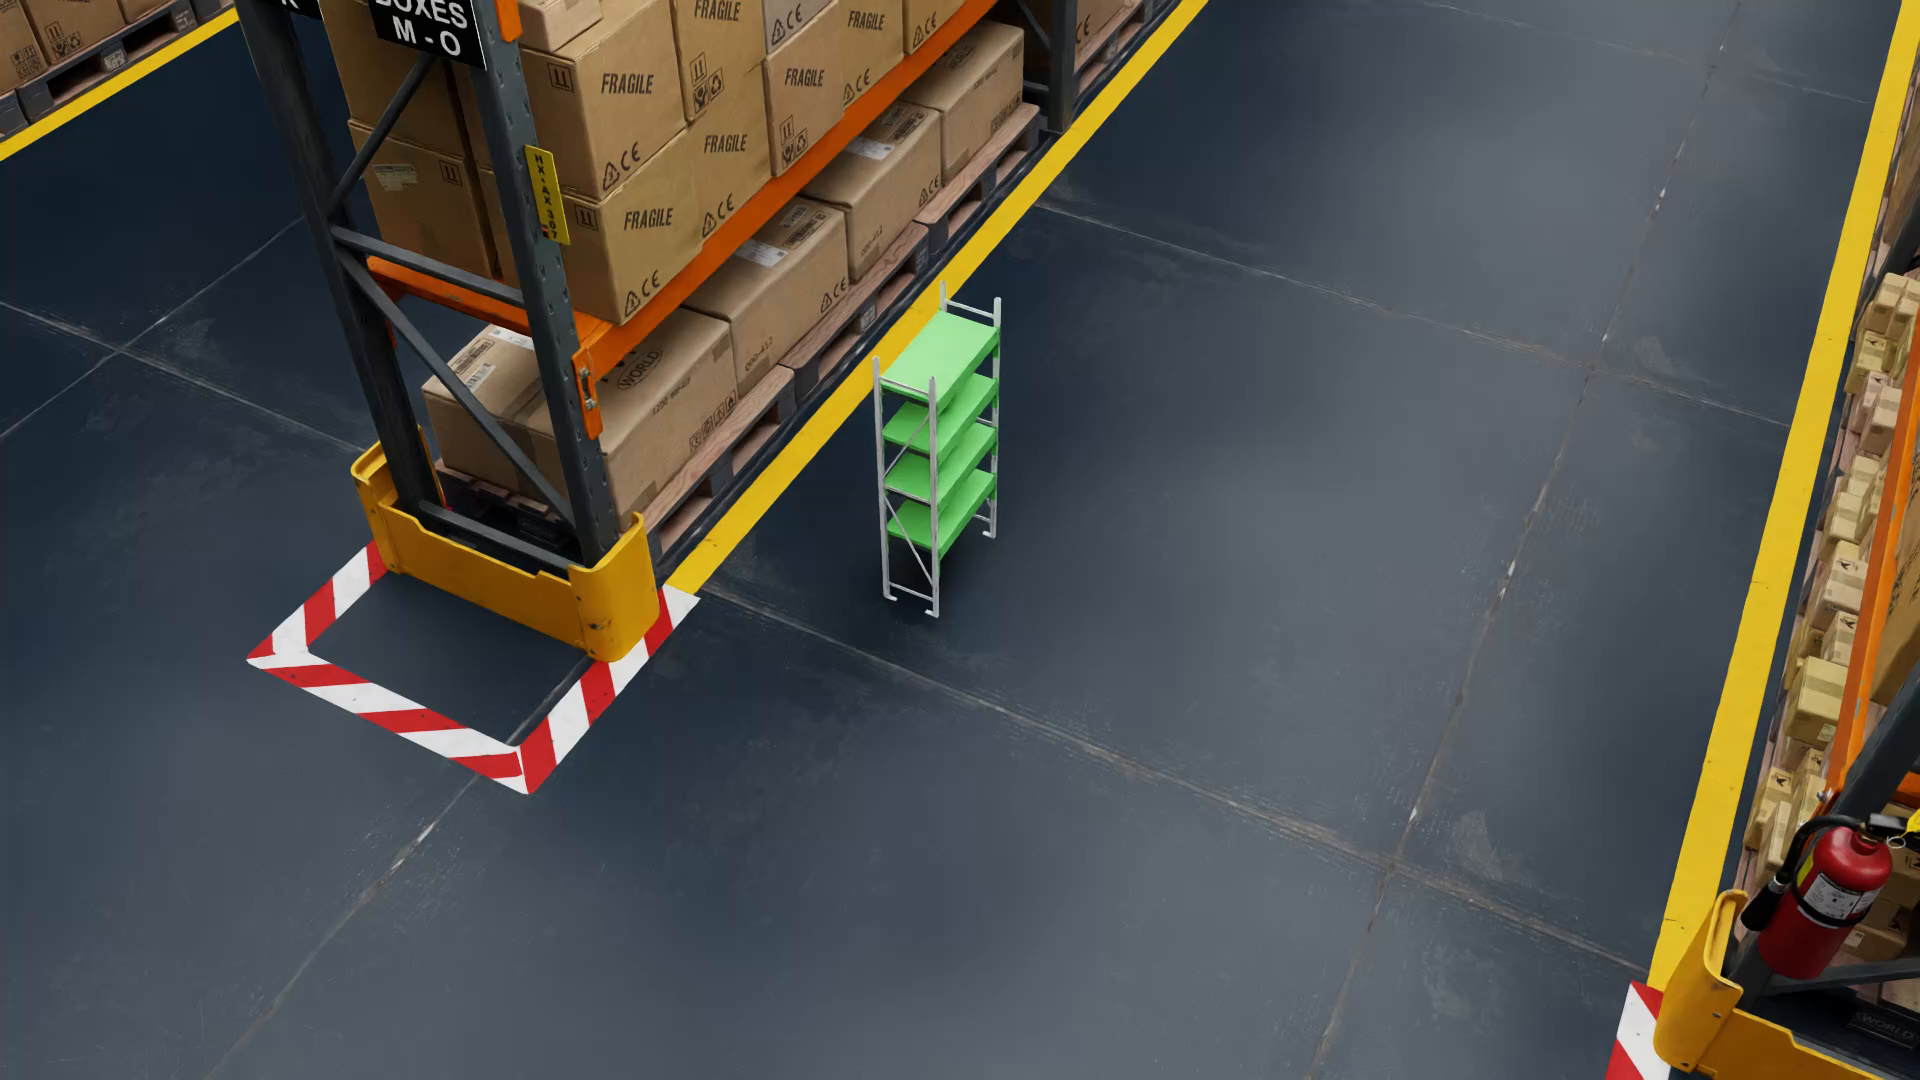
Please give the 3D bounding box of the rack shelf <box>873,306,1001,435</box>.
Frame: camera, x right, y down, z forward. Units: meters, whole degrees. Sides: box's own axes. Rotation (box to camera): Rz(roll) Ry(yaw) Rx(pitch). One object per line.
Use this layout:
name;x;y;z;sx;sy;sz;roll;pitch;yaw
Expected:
rack shelf;-0.077;-0.610;5.924;0.258;0.148;0.480;20;49;19

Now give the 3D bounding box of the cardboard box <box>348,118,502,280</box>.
cardboard box;-1.739;-1.316;5.871;0.500;0.500;0.500;21;49;19

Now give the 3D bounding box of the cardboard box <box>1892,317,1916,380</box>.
cardboard box;3.962;-0.715;6.638;0.380;0.149;0.250;20;49;19

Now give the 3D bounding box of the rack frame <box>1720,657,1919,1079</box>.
rack frame;2.703;0.681;3.968;1.000;3.000;0.127;20;49;19

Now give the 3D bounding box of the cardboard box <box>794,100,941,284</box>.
cardboard box;-0.673;-1.732;7.859;0.875;0.438;0.875;19;48;18

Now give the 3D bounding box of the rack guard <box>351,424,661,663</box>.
rack guard;-1.740;0.005;6.394;1.175;0.500;0.348;20;49;19

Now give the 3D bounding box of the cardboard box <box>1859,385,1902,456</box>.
cardboard box;3.671;-0.410;6.337;0.380;0.149;0.250;21;49;20

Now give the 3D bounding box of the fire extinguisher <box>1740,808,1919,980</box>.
fire extinguisher;2.177;0.846;4.121;0.296;0.674;0.183;20;49;19

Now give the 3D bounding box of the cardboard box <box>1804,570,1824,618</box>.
cardboard box;3.302;0.295;6.058;0.380;0.149;0.250;21;49;20

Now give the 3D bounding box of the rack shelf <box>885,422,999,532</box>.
rack shelf;-0.077;-0.273;6.266;0.258;0.148;0.480;20;49;19

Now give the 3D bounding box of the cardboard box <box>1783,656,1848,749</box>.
cardboard box;2.899;0.565;5.373;0.380;0.149;0.250;19;48;18

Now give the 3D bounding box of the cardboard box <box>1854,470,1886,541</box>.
cardboard box;3.468;-0.068;5.999;0.380;0.149;0.250;21;49;19

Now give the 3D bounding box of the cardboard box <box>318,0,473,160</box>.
cardboard box;-1.716;-1.658;5.507;0.500;0.500;0.500;22;49;20

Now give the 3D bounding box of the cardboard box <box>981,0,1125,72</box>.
cardboard box;0.345;-3.227;9.029;0.875;0.875;0.875;22;49;20

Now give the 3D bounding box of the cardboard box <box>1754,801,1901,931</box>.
cardboard box;2.695;1.005;5.148;0.380;0.149;0.250;19;48;18

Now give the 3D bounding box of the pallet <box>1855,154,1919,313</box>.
pallet;4.920;-1.349;7.935;1.003;0.211;1.213;20;49;19

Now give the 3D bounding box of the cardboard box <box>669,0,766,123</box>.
cardboard box;-1.020;-1.812;5.659;0.500;0.500;0.500;19;48;18

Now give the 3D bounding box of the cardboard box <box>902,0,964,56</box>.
cardboard box;-0.315;-2.420;6.963;0.500;0.500;0.500;20;49;18

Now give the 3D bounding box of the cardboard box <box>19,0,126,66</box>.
cardboard box;-4.994;-2.974;9.043;0.500;0.500;0.500;21;49;20

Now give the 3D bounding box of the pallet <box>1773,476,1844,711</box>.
pallet;3.714;0.348;6.258;1.003;0.211;1.213;20;49;19

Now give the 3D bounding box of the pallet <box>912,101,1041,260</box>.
pallet;-0.294;-1.976;8.554;1.003;0.211;1.213;20;49;19

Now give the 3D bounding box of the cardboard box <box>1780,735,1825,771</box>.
cardboard box;2.935;0.677;5.472;0.380;0.149;0.250;19;48;17

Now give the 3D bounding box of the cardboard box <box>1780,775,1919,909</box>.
cardboard box;2.724;0.910;5.033;0.380;0.149;0.250;21;49;19

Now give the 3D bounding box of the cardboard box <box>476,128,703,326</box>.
cardboard box;-1.251;-1.132;5.690;0.500;0.500;0.500;20;49;19

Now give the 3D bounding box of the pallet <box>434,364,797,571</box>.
pallet;-1.427;-0.439;7.035;1.003;0.211;1.213;20;49;19

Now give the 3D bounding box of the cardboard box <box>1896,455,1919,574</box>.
cardboard box;2.927;-0.149;4.509;0.500;0.500;0.500;20;49;18

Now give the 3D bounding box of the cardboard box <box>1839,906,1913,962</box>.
cardboard box;2.762;1.135;5.228;0.380;0.149;0.250;21;49;20

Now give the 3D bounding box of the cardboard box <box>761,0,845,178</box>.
cardboard box;-0.789;-1.774;6.324;0.500;0.500;0.500;20;49;19

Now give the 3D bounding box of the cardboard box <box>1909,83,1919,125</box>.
cardboard box;5.160;-2.302;8.378;0.500;0.500;0.500;19;48;18

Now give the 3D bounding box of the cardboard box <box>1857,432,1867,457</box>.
cardboard box;3.840;-0.343;6.689;0.380;0.149;0.250;19;48;18

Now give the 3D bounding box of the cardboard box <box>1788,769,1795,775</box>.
cardboard box;2.991;0.802;5.557;0.380;0.149;0.250;20;49;19

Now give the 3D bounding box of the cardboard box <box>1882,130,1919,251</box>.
cardboard box;4.680;-1.657;7.741;0.500;0.500;0.500;20;49;18

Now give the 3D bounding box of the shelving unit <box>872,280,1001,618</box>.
shelving unit;-0.077;-0.317;6.220;0.258;1.200;0.503;20;49;19

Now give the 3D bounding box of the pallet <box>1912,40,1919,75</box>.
pallet;6.052;-2.886;9.454;1.003;0.211;1.213;20;49;19

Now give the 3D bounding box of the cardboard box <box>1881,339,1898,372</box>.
cardboard box;4.070;-0.777;6.909;0.380;0.149;0.250;21;49;19

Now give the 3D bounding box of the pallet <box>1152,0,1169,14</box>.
pallet;0.985;-3.711;10.270;1.003;0.211;1.213;20;49;19

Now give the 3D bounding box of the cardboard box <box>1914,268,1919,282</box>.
cardboard box;4.216;-1.044;6.964;0.380;0.149;0.250;22;49;21

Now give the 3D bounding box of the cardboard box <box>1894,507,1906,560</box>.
cardboard box;2.953;-0.005;4.822;0.380;0.149;0.250;22;49;20

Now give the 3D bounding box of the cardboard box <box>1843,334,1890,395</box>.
cardboard box;3.982;-0.693;7.035;0.380;0.149;0.250;22;49;20

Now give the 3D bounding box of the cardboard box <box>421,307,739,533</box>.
cardboard box;-1.511;-0.585;6.725;0.875;0.438;0.875;19;48;18

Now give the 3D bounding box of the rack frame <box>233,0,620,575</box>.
rack frame;-1.729;-0.889;5.520;1.000;3.000;0.127;20;49;19

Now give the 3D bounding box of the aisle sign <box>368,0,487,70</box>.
aisle sign;-1.505;-1.662;4.456;0.394;0.787;0.004;20;49;19

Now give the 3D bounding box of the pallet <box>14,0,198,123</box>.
pallet;-5.155;-2.862;9.430;1.003;0.211;1.213;20;49;19

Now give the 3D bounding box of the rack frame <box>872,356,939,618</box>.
rack frame;-0.190;-0.164;6.068;0.240;1.200;0.015;20;49;19

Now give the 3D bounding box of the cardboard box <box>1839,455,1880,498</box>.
cardboard box;3.539;-0.139;6.278;0.380;0.149;0.250;20;49;19

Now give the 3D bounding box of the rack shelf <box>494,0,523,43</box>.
rack shelf;-0.800;-2.951;5.954;1.077;0.370;4.000;20;49;19

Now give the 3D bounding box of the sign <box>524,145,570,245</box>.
sign;-1.240;-1.034;4.999;0.100;0.325;0.005;20;49;19

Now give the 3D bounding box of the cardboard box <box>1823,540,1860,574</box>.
cardboard box;3.299;0.191;5.952;0.380;0.149;0.250;23;50;21

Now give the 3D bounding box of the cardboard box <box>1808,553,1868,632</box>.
cardboard box;3.151;0.235;5.699;0.380;0.149;0.250;22;49;20

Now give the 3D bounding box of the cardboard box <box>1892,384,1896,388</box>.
cardboard box;3.861;-0.442;6.578;0.380;0.149;0.250;18;48;17
